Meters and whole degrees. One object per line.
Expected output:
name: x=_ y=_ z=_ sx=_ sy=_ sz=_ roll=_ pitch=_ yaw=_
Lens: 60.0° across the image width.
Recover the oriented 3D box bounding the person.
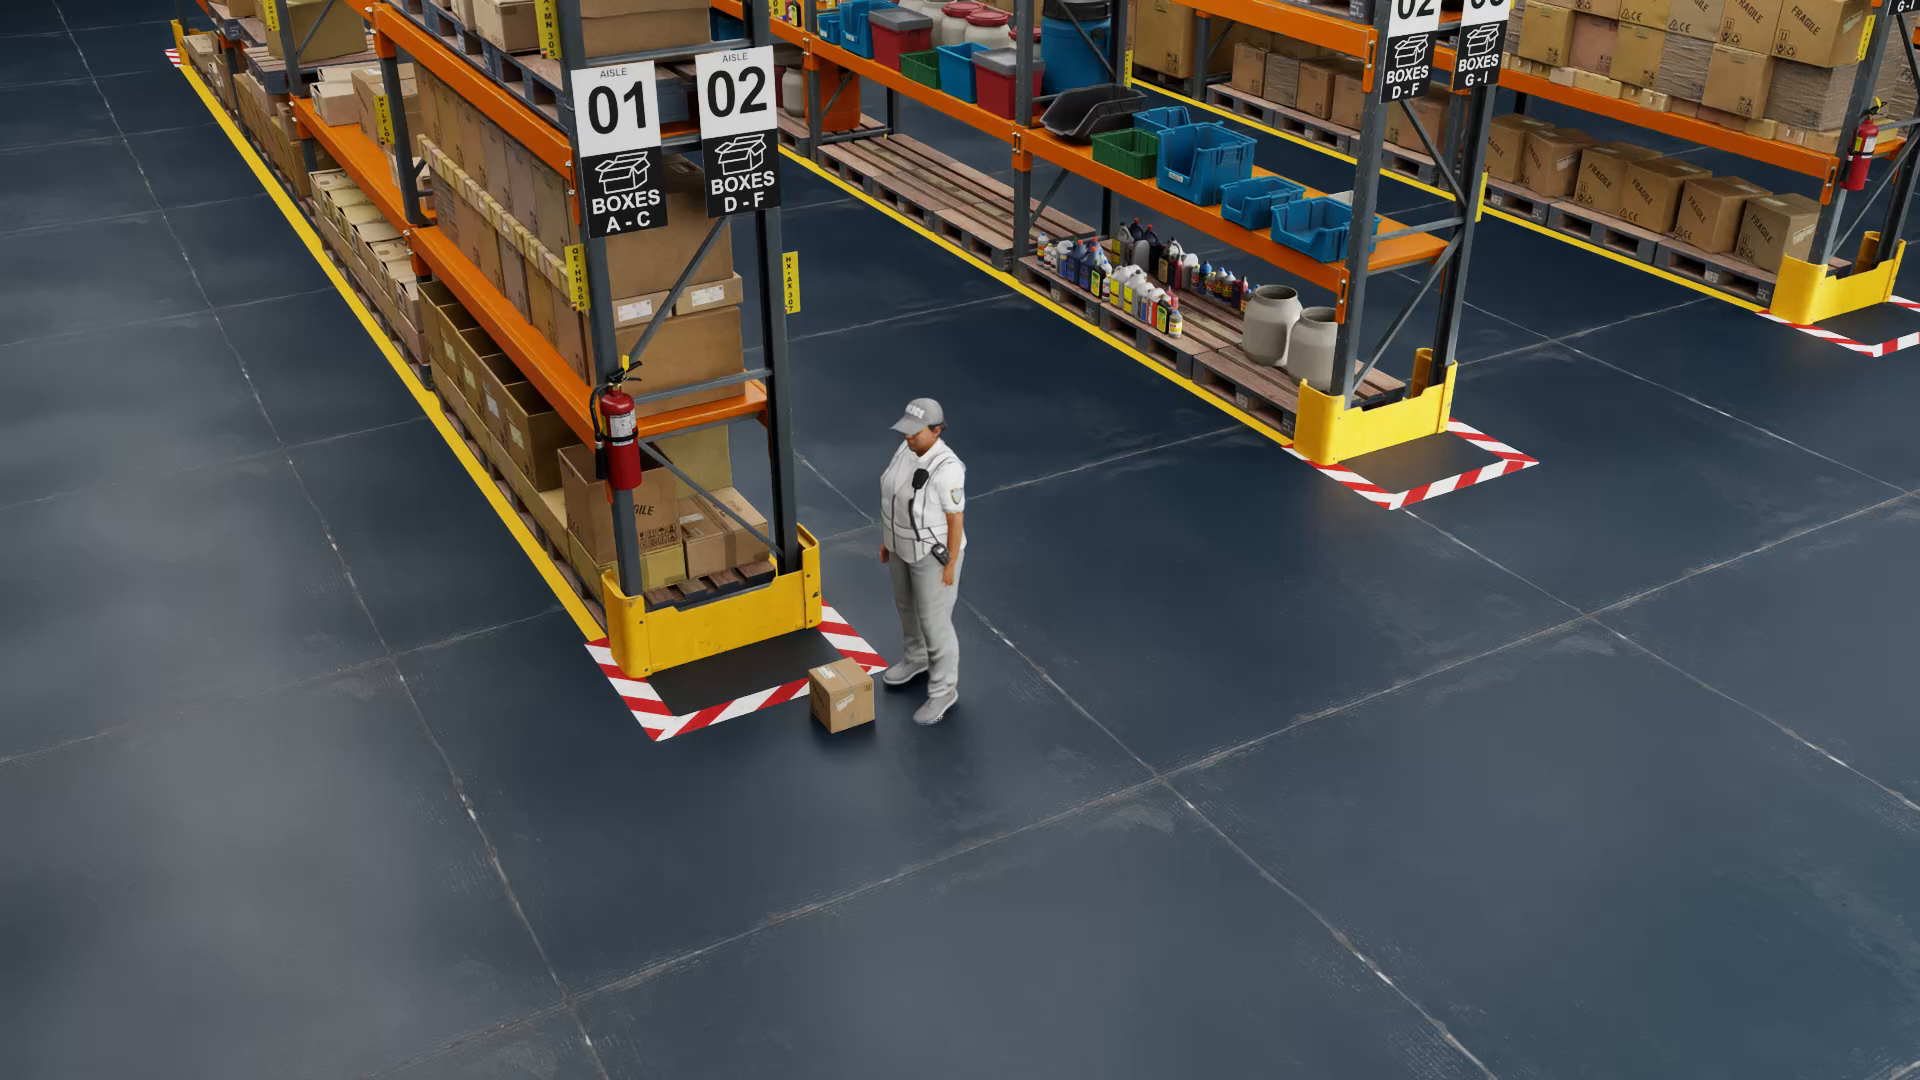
person: x=-0.192 y=0.077 z=8.415 sx=0.411 sy=1.698 sz=0.521 roll=-19 pitch=35 yaw=-31
